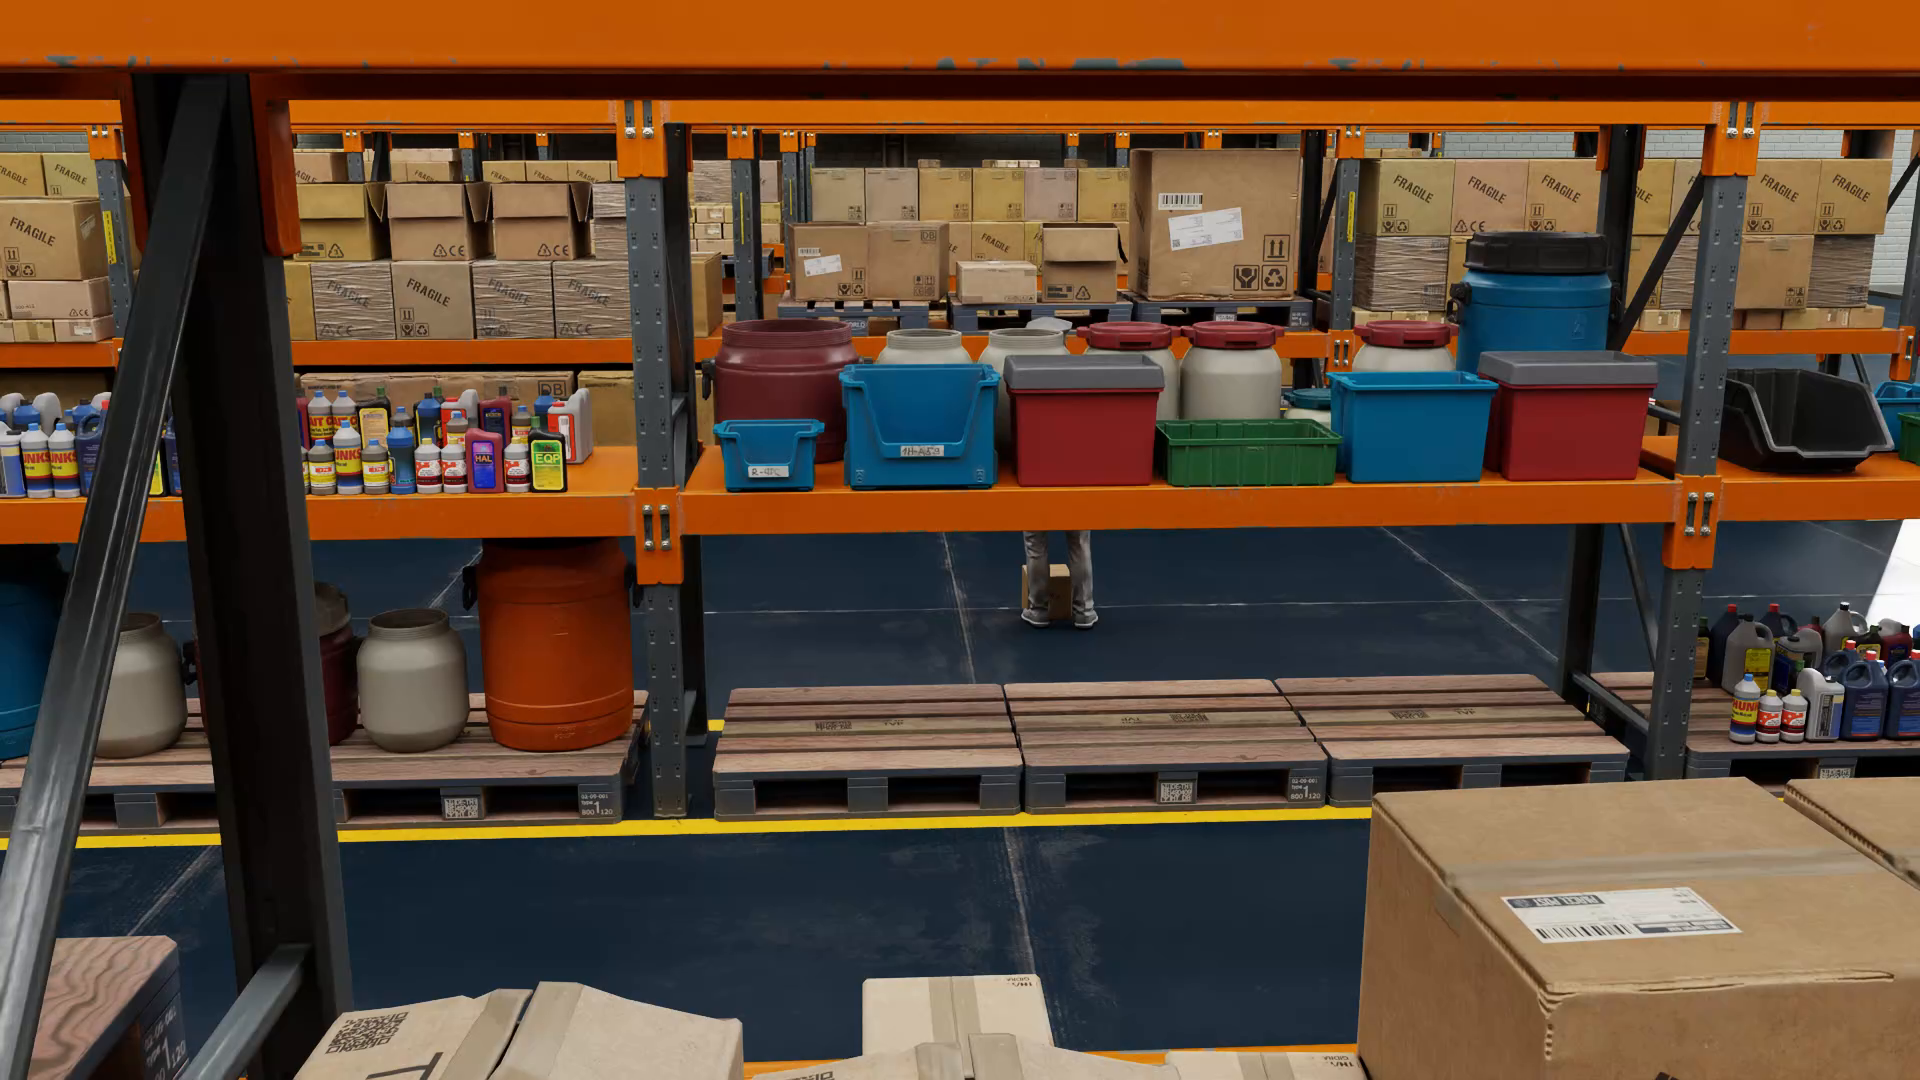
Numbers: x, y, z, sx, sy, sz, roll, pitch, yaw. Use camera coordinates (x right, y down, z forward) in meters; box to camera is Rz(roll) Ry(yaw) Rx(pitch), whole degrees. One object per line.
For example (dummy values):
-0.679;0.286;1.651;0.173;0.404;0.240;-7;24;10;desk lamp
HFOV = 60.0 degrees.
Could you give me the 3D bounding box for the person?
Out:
0.510;-0.344;8.903;0.530;1.664;0.403;-1;14;-3;person
